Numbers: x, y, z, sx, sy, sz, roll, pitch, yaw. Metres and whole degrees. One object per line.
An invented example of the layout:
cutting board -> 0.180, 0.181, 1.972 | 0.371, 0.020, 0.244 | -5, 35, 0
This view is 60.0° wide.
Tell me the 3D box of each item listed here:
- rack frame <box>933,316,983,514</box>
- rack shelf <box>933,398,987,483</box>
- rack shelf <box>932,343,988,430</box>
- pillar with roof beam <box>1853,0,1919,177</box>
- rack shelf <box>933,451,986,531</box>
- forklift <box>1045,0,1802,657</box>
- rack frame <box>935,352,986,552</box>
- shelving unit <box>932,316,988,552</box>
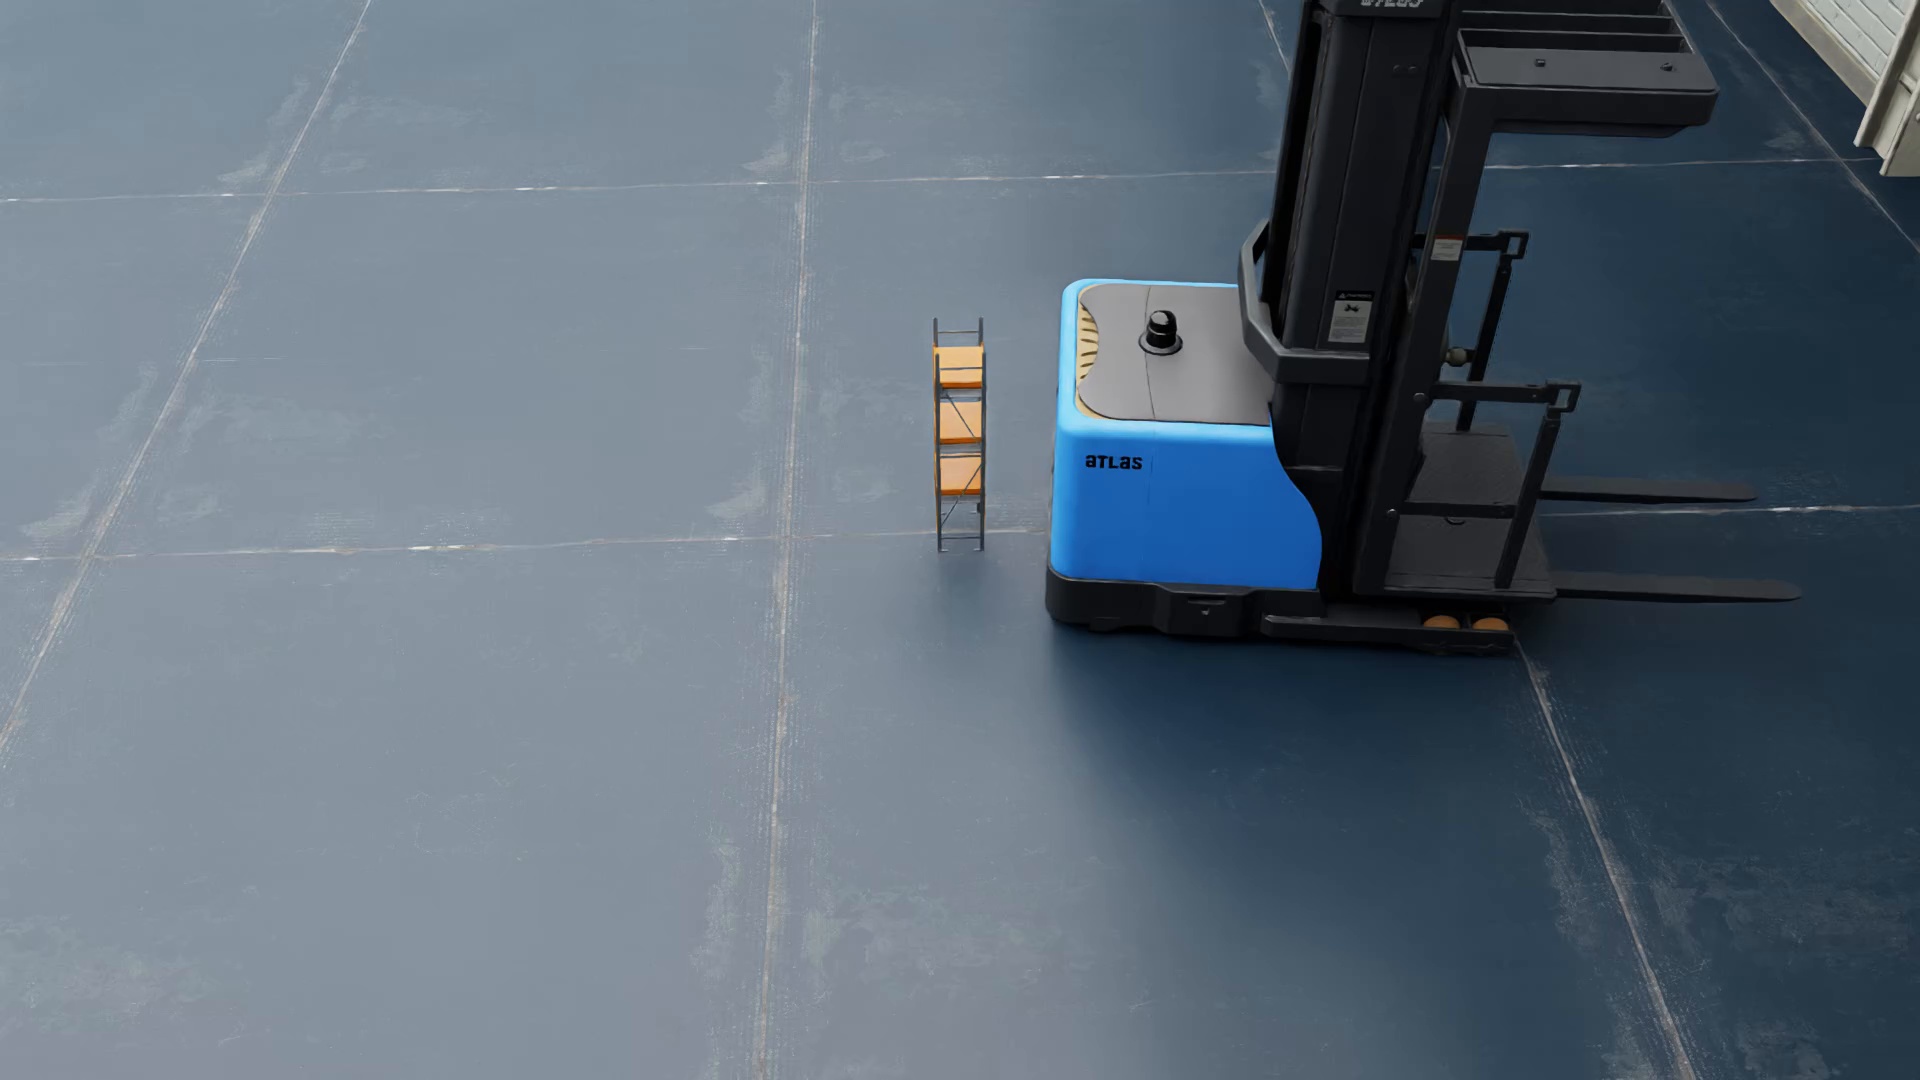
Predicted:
rack frame -> -0.007, -0.506, 7.025 | 0.200, 1.050, 0.008 | -2, 43, -2
rack shelf -> -0.002, -0.415, 6.942 | 0.215, 0.259, 0.240 | -2, 43, -2
rack shelf -> -0.002, -0.625, 6.750 | 0.215, 0.259, 0.240 | -2, 43, -2
pillar with roof beam -> 1.130, -5.413, 6.495 | 9.100, 9.000, 0.400 | -2, 43, -2
rack shelf -> -0.002, -0.210, 7.130 | 0.215, 0.259, 0.240 | -2, 43, -2
forklift -> 1.891, -0.980, 6.150 | 3.031, 2.935, 1.130 | 3, 43, 3
rack frame -> 0.003, -0.341, 6.845 | 0.200, 1.050, 0.008 | -2, 43, -2
shelving unit -> -0.002, -0.423, 6.935 | 0.215, 1.050, 0.252 | -2, 43, -2
